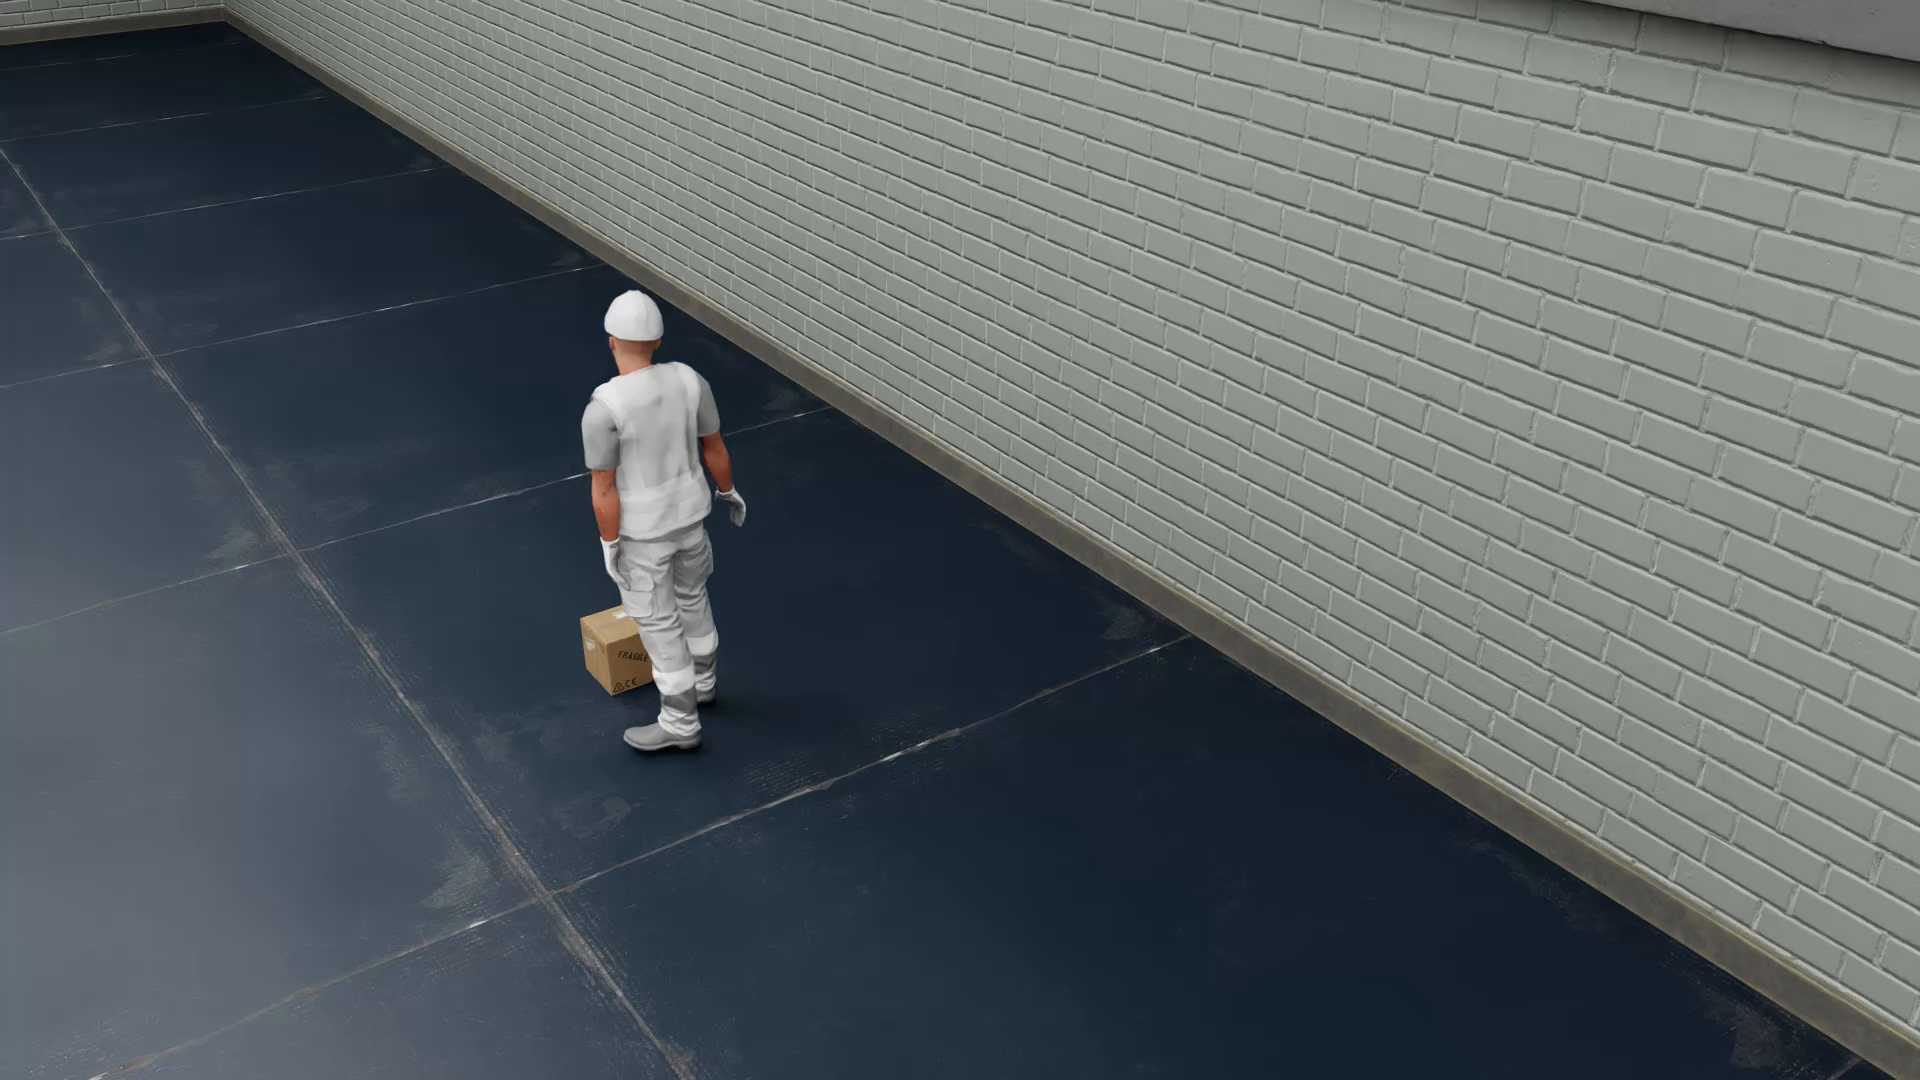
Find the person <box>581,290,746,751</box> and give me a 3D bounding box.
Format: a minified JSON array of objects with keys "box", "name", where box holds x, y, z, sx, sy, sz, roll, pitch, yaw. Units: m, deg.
[{"box":[-1.127,-0.093,6.228,0.506,1.789,0.657,25,37,38],"name":"person"}]
